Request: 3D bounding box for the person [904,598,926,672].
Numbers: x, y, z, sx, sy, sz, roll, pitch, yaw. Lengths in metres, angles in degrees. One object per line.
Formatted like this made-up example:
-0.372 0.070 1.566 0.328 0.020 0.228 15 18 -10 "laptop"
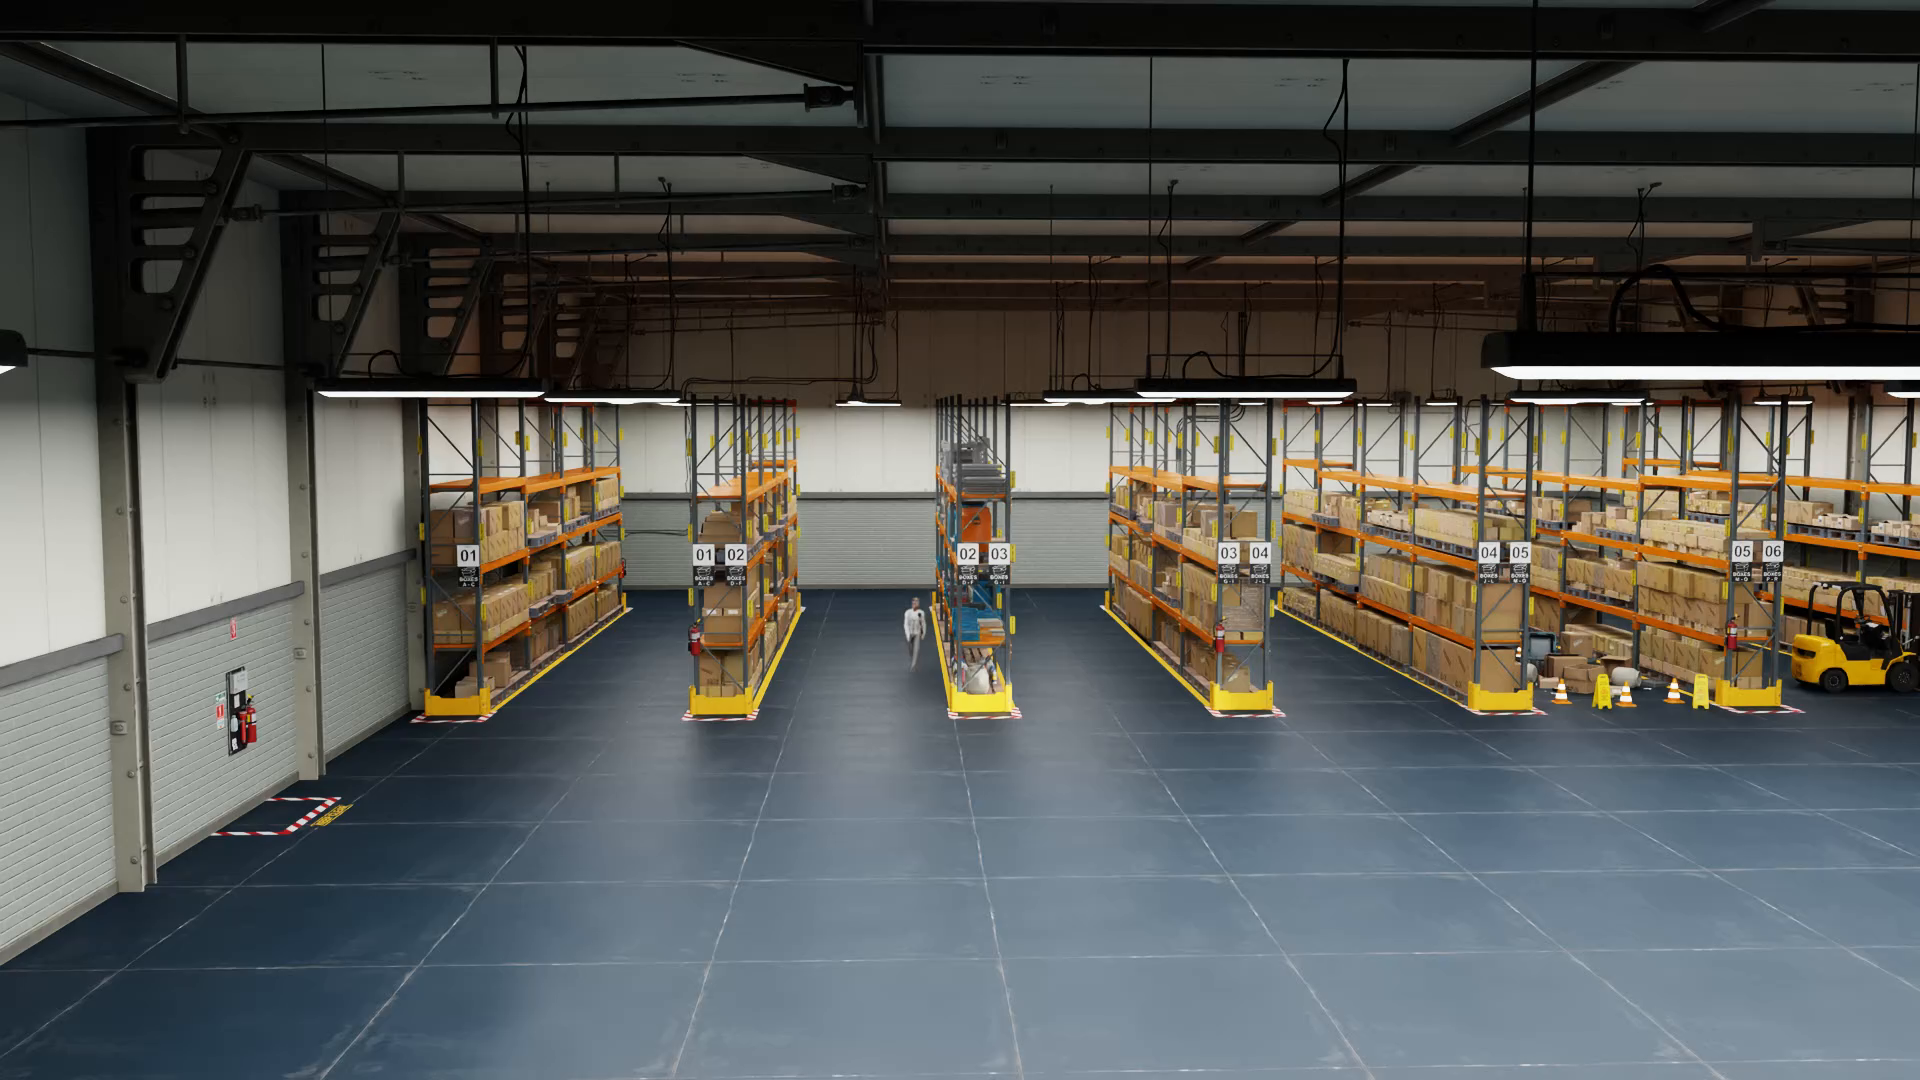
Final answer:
-1.002 2.050 36.320 0.462 1.595 1.045 1 5 7 "person"
